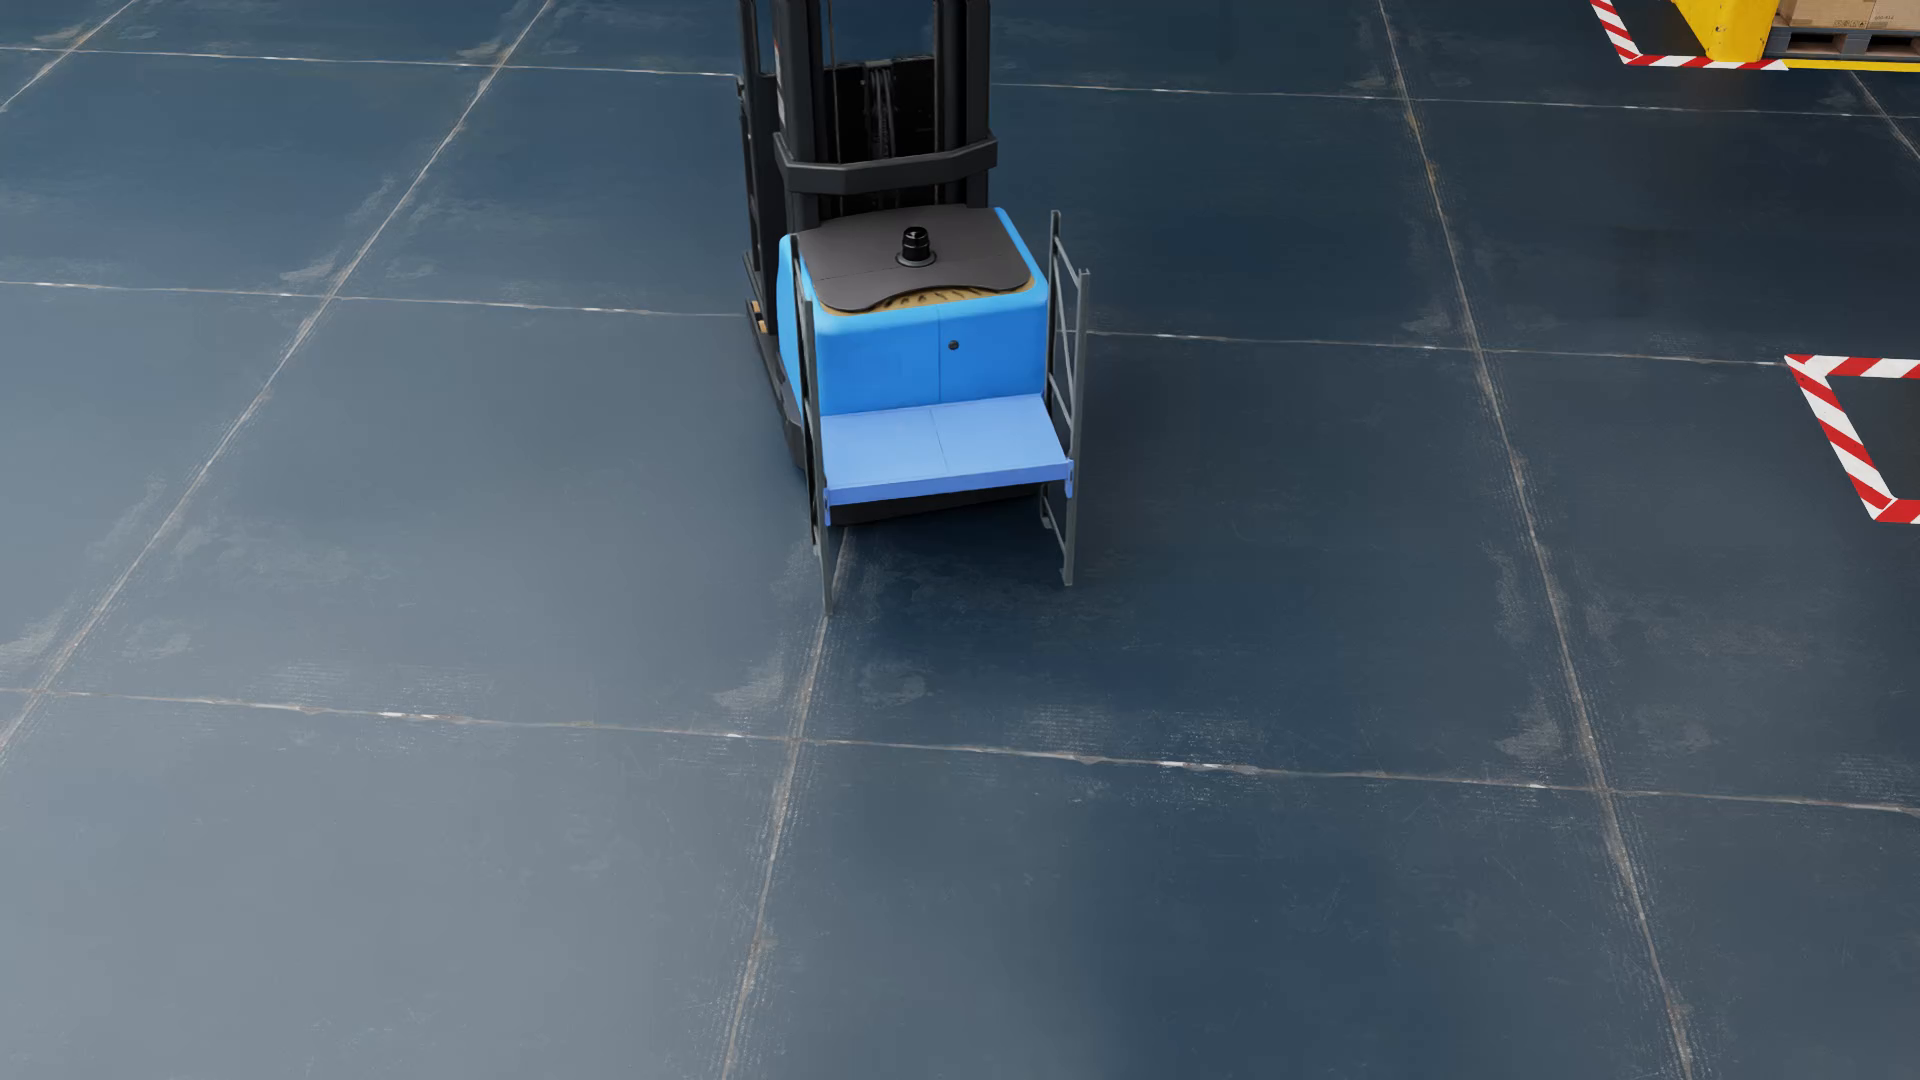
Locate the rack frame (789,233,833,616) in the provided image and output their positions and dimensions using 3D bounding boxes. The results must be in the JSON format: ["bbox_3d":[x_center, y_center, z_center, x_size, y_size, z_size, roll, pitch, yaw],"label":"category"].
[{"bbox_3d":[-0.586,-0.424,6.582,0.032,1.500,0.500,-7,40,-8],"label":"rack frame"}]

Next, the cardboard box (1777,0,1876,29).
[{"bbox_3d":[5.824,-3.676,11.236,0.500,0.250,0.500,3,39,4],"label":"cardboard box"}]

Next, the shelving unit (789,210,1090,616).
[{"bbox_3d":[-0.086,-0.483,6.655,1.048,1.500,0.538,-7,40,-8],"label":"shelving unit"}]

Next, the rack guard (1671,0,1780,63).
[{"bbox_3d":[5.285,-3.781,11.499,0.348,0.500,1.175,3,39,4],"label":"rack guard"}]

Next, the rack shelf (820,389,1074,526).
[{"bbox_3d":[-0.086,-0.343,6.769,1.000,0.185,0.538,-7,40,-8],"label":"rack shelf"}]

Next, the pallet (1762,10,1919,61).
[{"bbox_3d":[6.074,-3.652,11.569,1.213,0.211,1.003,3,39,4],"label":"pallet"}]

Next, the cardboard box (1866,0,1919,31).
[{"bbox_3d":[6.322,-3.651,11.205,0.500,0.250,0.500,3,39,4],"label":"cardboard box"}]

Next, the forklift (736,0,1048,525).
[{"bbox_3d":[-0.471,-2.139,7.556,1.130,2.935,3.031,-10,40,-12],"label":"forklift"}]

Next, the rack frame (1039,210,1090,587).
[{"bbox_3d":[0.414,-0.542,6.728,0.032,1.500,0.500,-7,40,-8],"label":"rack frame"}]
